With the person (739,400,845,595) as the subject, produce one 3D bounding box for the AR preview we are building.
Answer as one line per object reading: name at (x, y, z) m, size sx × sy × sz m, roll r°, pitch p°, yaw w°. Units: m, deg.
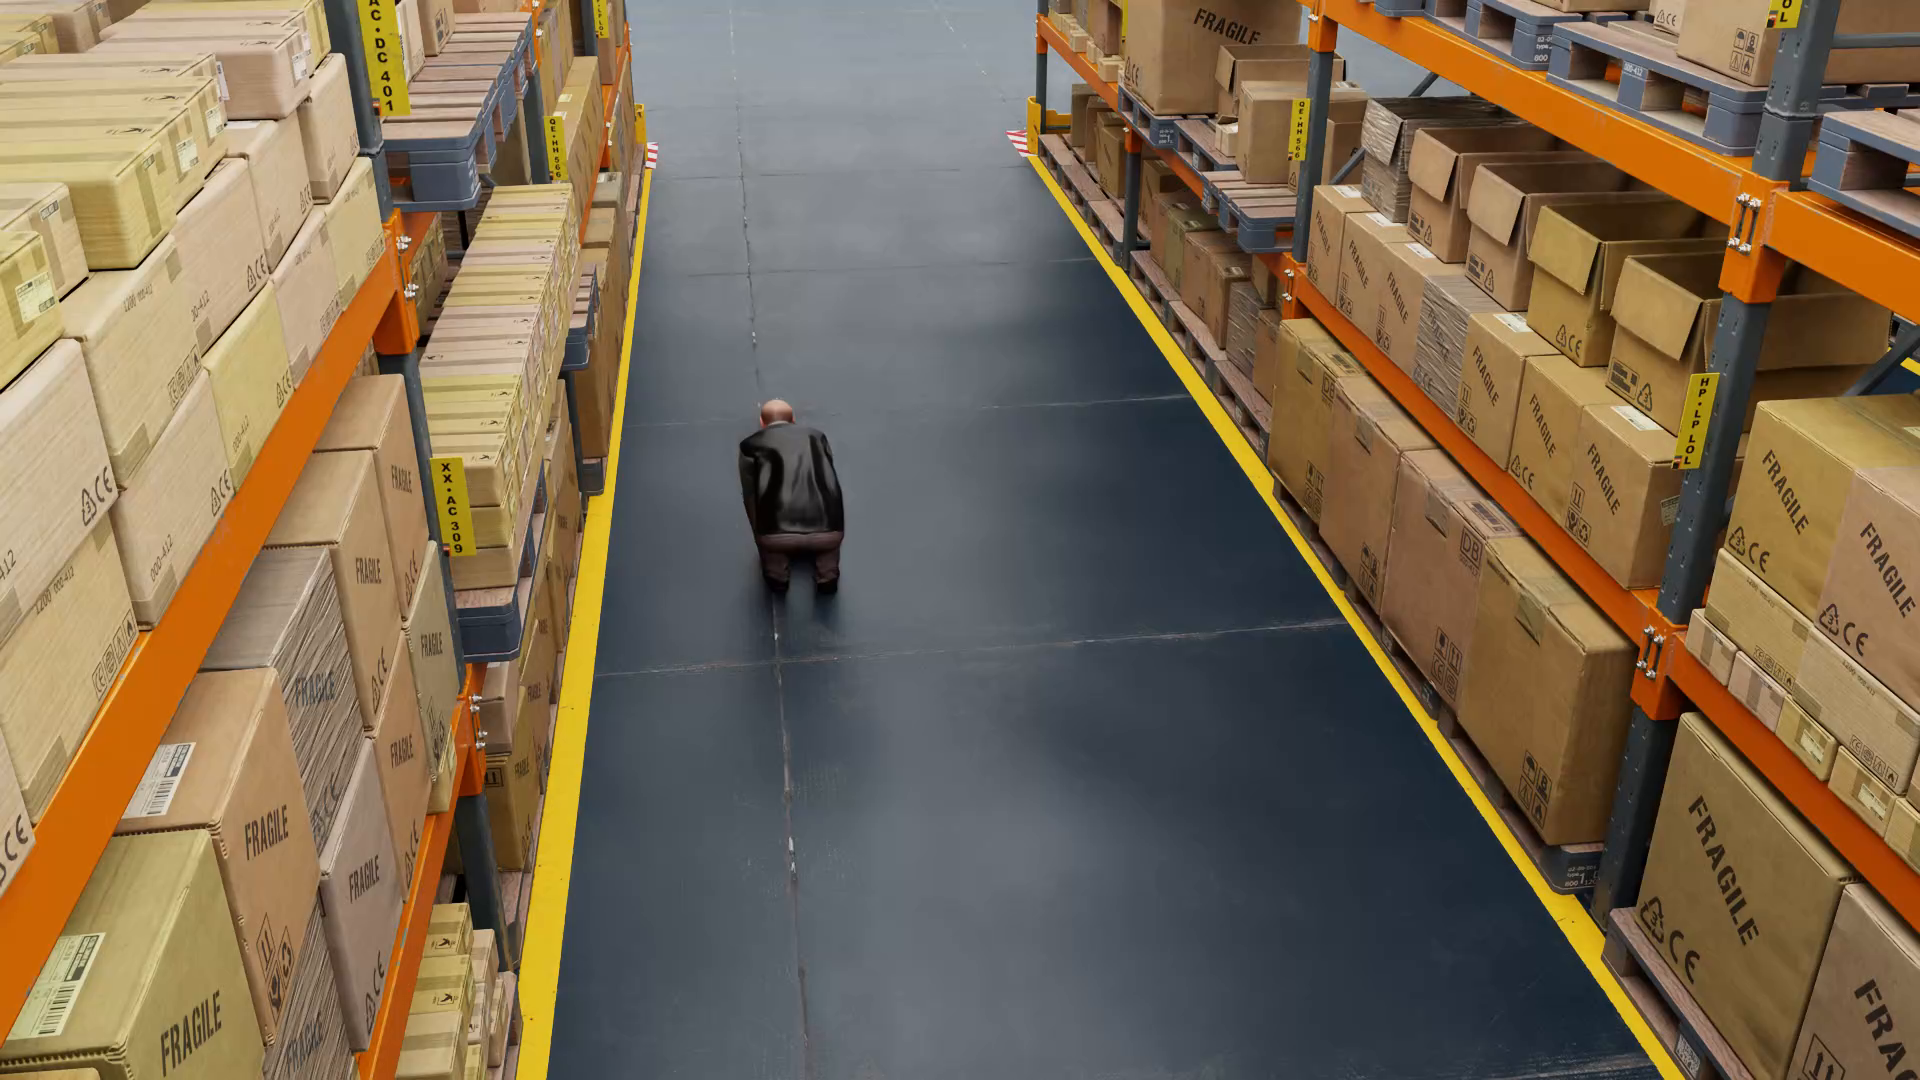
person at (-0.855, -0.197, 8.536) m, size 0.531 × 0.828 × 0.875 m, roll -4°, pitch 27°, yaw -7°
